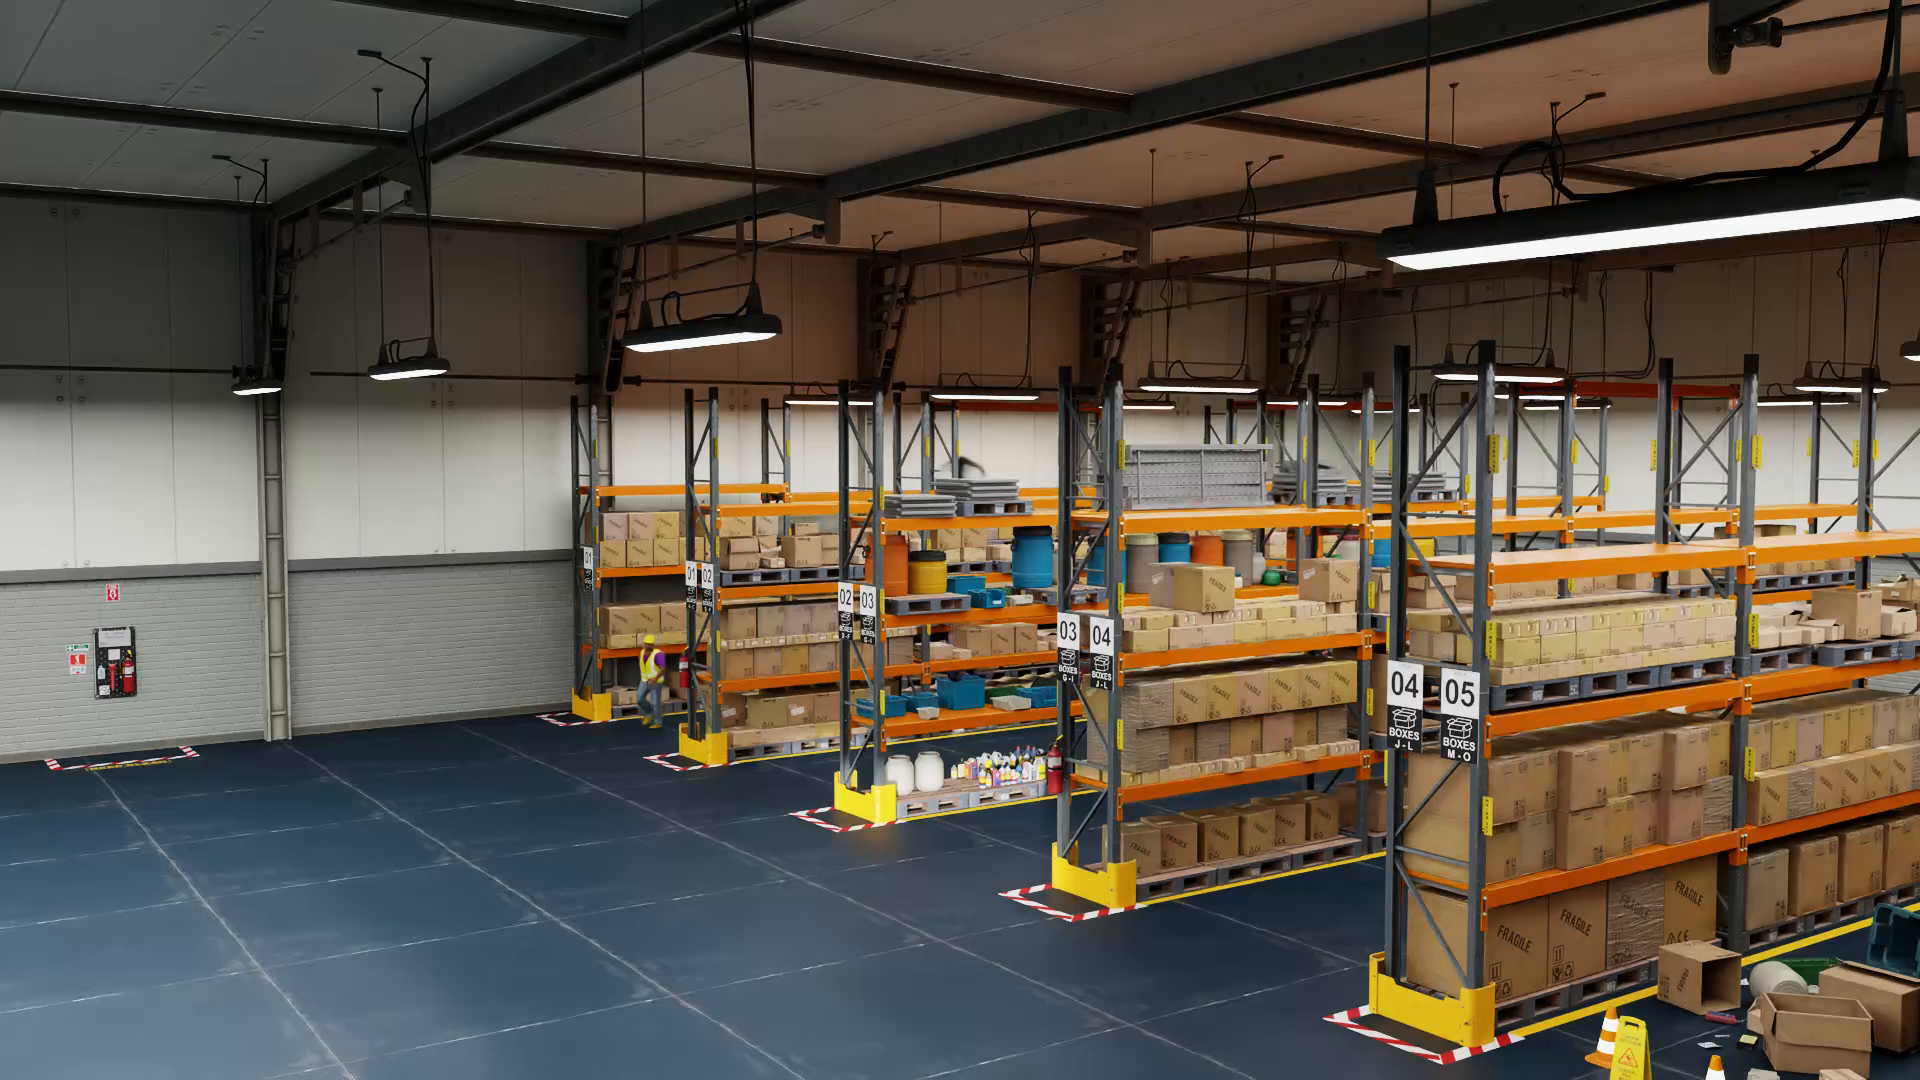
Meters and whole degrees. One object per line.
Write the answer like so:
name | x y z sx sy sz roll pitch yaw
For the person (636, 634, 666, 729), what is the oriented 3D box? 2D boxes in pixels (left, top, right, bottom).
person | -5.504 2.525 29.570 0.699 1.726 0.806 2 4 24

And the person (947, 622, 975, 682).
person | 0.031 2.427 33.112 0.656 1.626 0.809 1 4 12

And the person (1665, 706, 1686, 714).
person | 9.596 3.008 22.168 0.546 1.683 0.776 0 3 -7
